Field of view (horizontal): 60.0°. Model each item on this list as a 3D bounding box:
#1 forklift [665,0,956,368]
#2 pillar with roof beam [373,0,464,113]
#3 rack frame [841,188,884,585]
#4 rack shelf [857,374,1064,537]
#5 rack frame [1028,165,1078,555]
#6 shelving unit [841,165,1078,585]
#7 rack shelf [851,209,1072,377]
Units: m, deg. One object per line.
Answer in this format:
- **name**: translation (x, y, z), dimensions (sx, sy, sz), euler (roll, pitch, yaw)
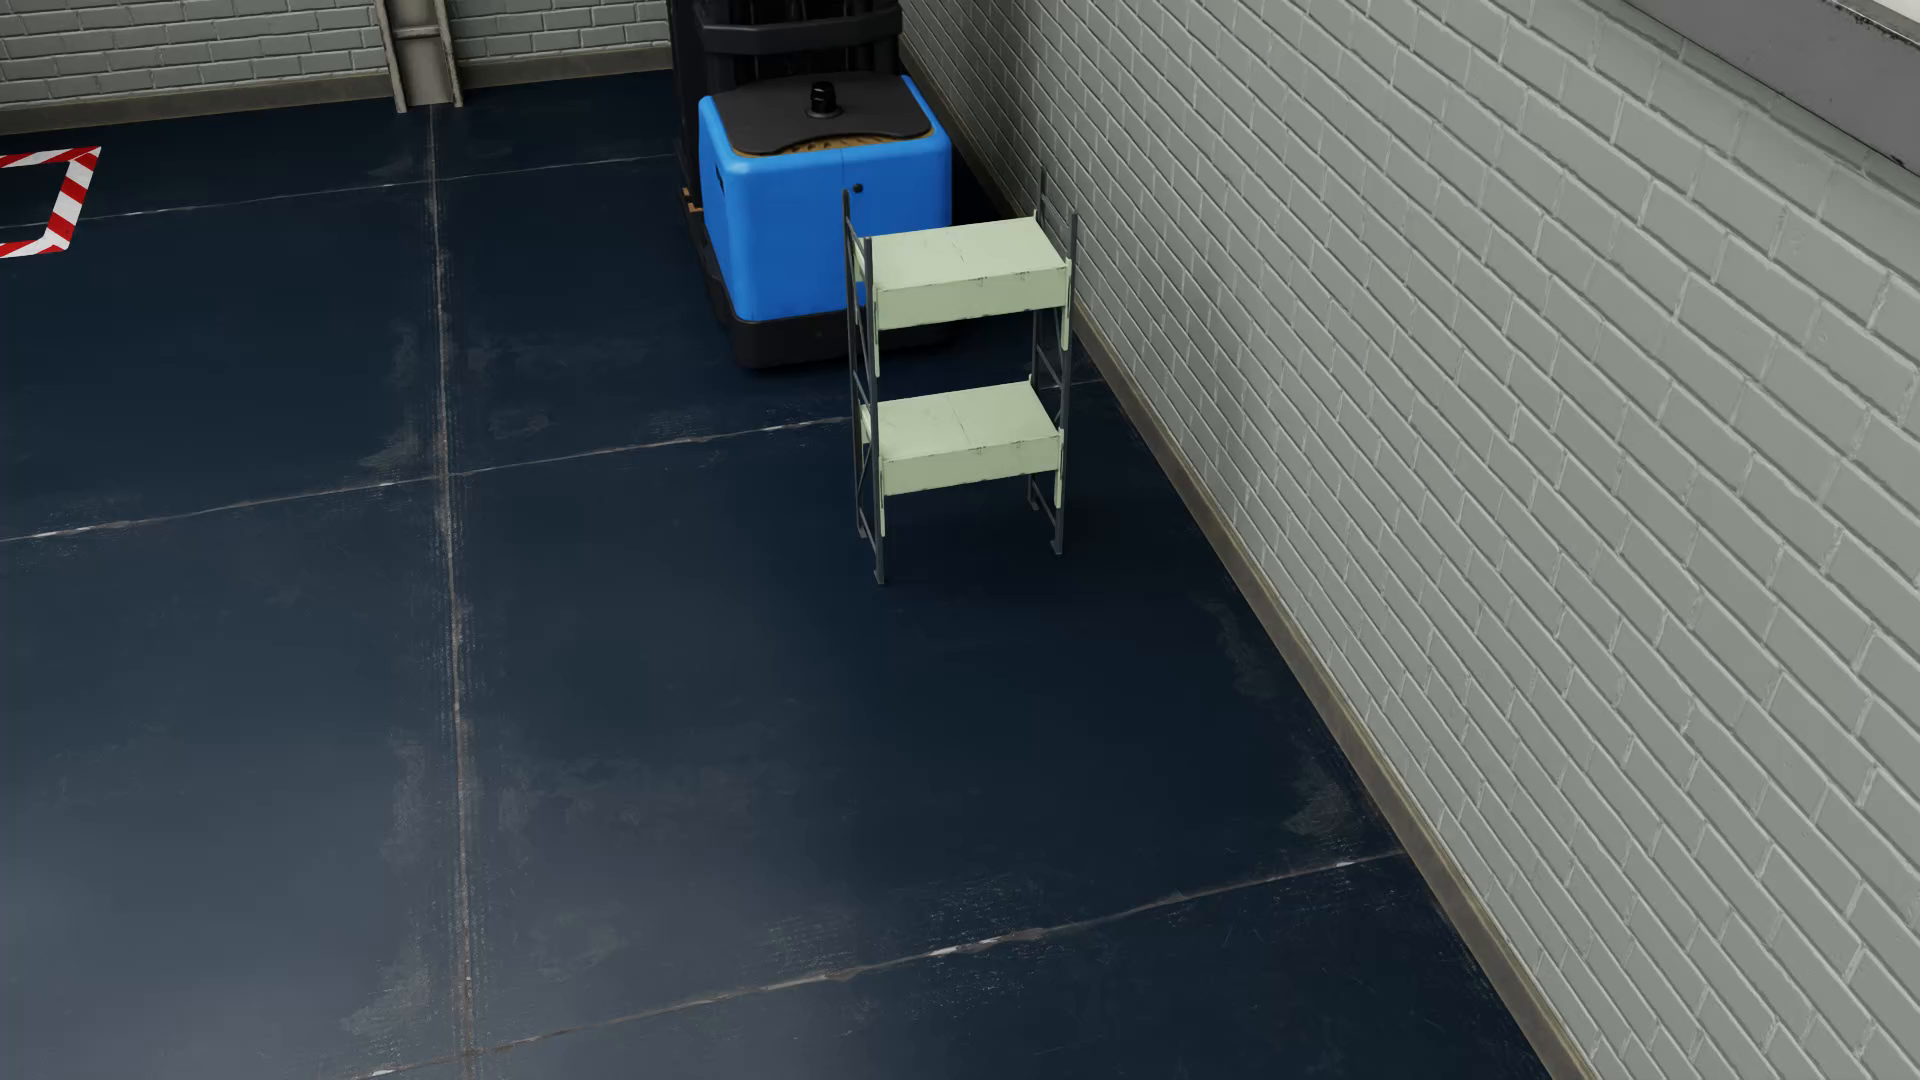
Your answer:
- **forklift**: translation (-0.905, -2.855, 8.070), dimensions (1.130, 2.935, 3.031), euler (-10, 38, -12)
- **pillar with roof beam**: translation (-2.163, -3.780, 4.285), dimensions (0.400, 9.000, 9.100), euler (-9, 38, -12)
- **rack frame**: translation (-0.360, -0.537, 6.217), dimensions (0.023, 1.500, 0.400), euler (-9, 38, -12)
- **rack shelf**: translation (-0.006, -0.336, 6.491), dimensions (0.720, 0.370, 0.431), euler (-9, 38, -12)
- **rack frame**: translation (0.347, -0.653, 6.369), dimensions (0.023, 1.500, 0.400), euler (-9, 38, -12)
- **shelving unit**: translation (-0.006, -0.595, 6.293), dimensions (0.755, 1.500, 0.431), euler (-9, 38, -12)
- **rack shelf**: translation (-0.006, -0.905, 6.056), dimensions (0.720, 0.370, 0.431), euler (-9, 38, -12)
